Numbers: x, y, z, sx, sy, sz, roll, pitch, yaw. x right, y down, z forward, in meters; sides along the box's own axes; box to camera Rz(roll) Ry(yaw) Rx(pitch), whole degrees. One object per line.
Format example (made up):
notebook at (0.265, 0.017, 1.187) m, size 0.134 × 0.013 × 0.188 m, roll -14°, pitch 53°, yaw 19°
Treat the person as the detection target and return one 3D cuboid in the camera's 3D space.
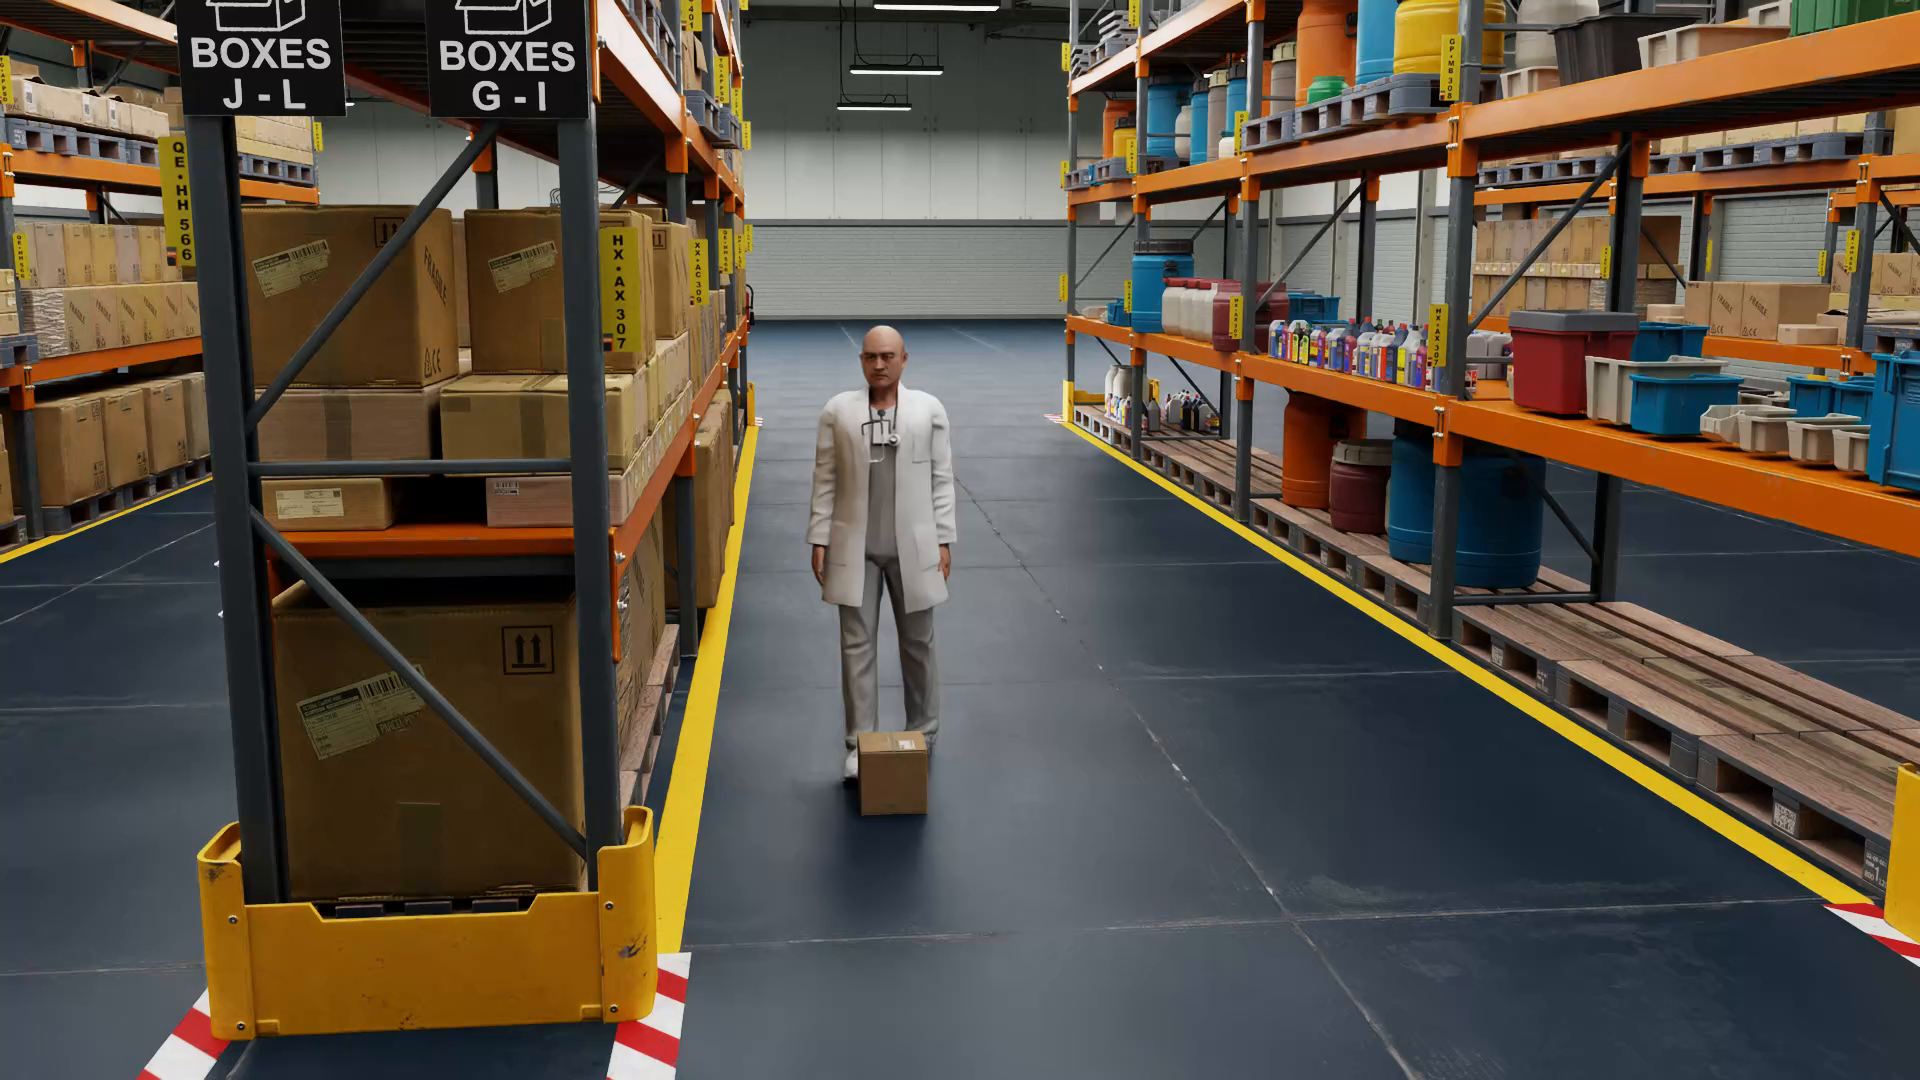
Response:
person at (-0.319, 0.049, 6.675) m, size 0.611 × 1.802 × 0.652 m, roll 0°, pitch 10°, yaw 1°
